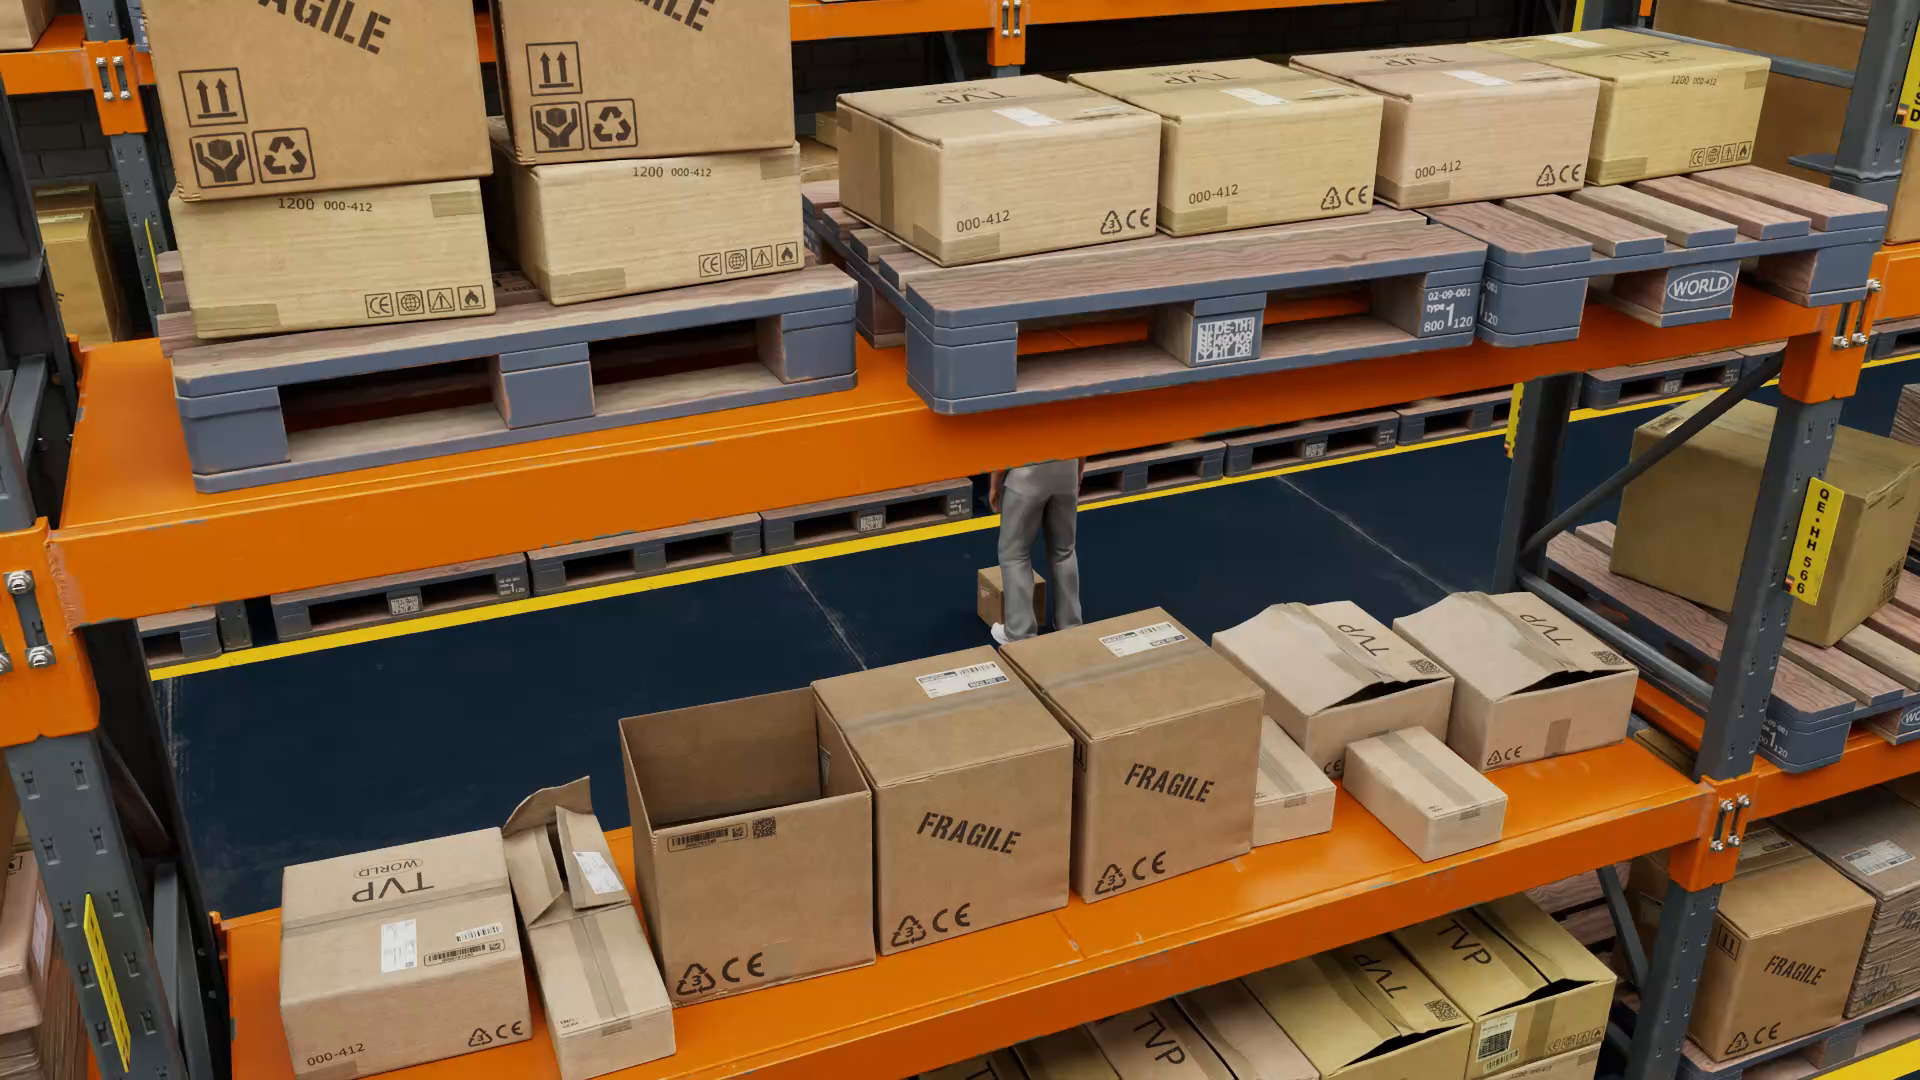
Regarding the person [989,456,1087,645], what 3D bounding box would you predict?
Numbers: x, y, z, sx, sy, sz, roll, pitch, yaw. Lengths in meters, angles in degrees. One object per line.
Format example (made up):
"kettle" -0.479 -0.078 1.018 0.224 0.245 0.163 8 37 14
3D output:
"person" 0.361 -0.258 7.642 0.491 1.673 0.353 -11 28 -21
